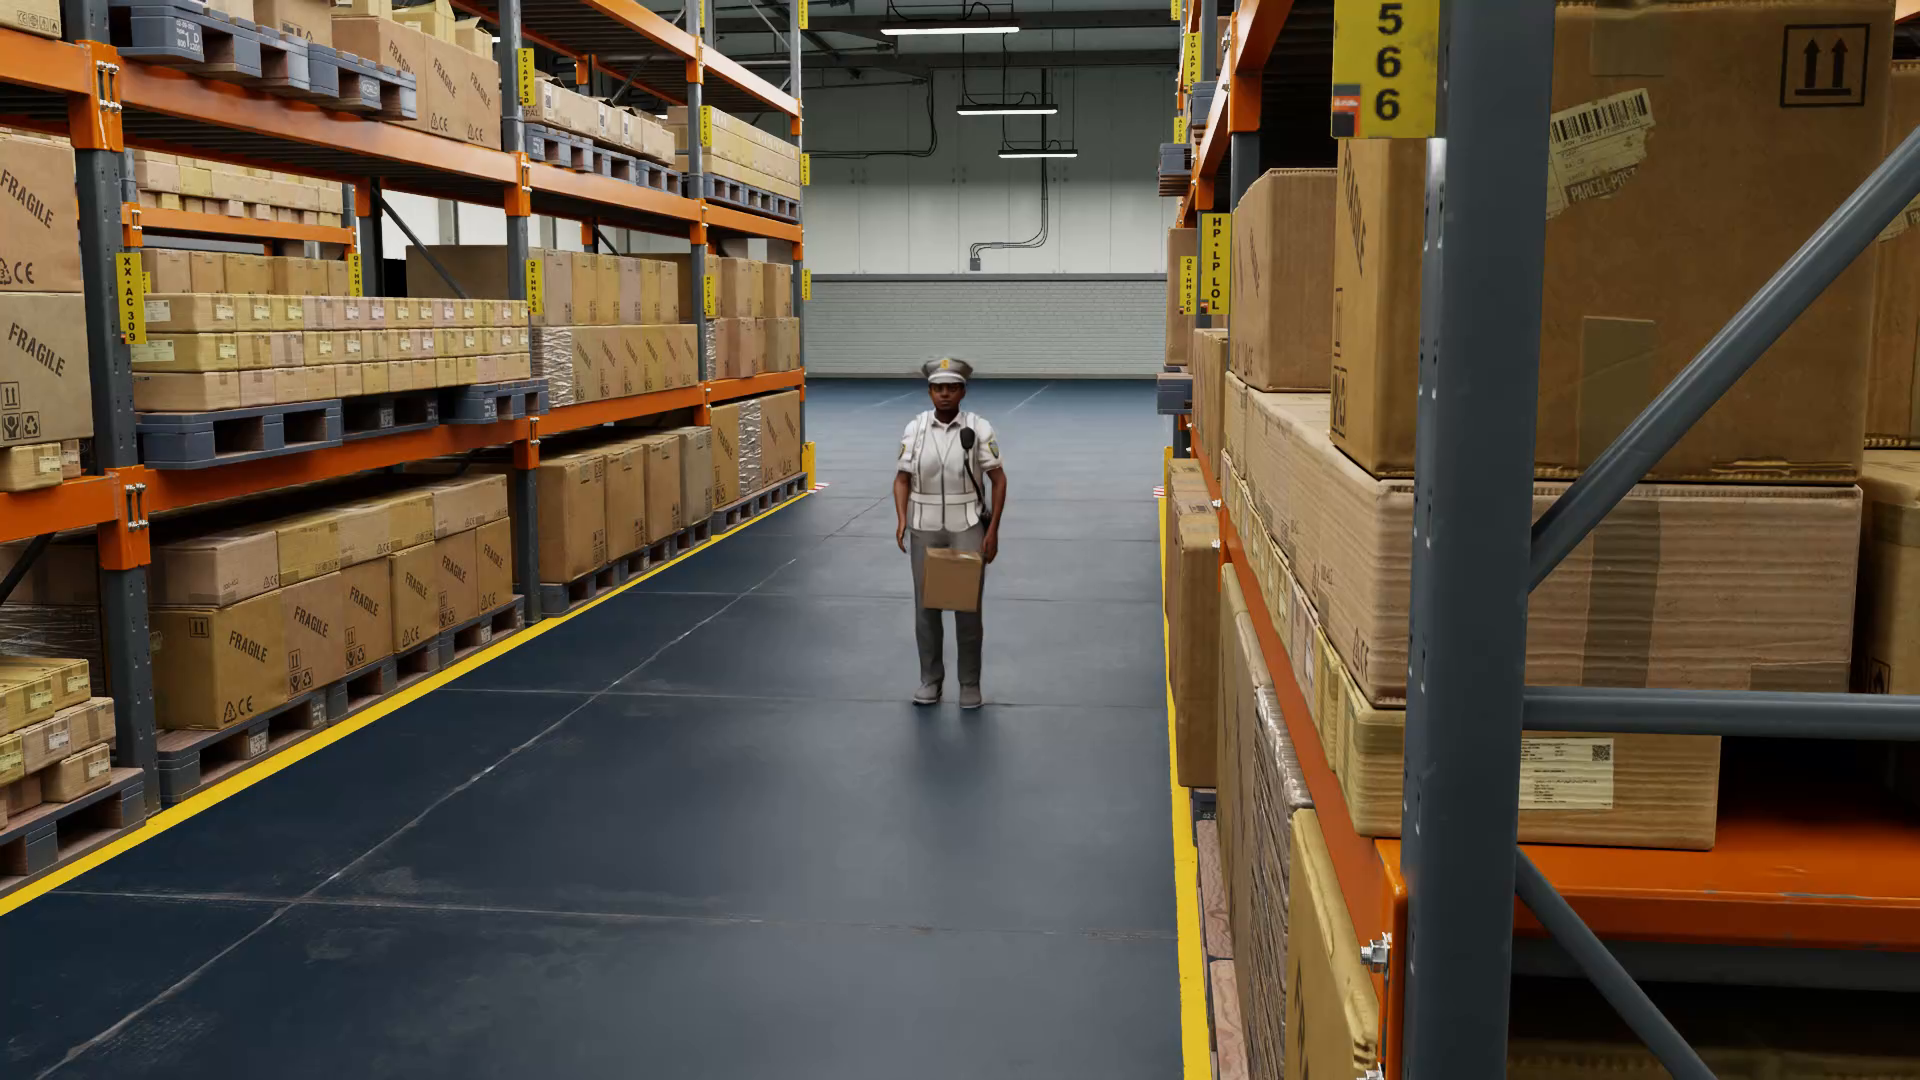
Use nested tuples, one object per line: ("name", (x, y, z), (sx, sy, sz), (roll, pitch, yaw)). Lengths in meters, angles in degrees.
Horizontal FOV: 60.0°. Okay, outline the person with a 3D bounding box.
("person", (-0.056, -0.034, 7.974), (0.549, 1.682, 0.446), (1, 8, 8))
